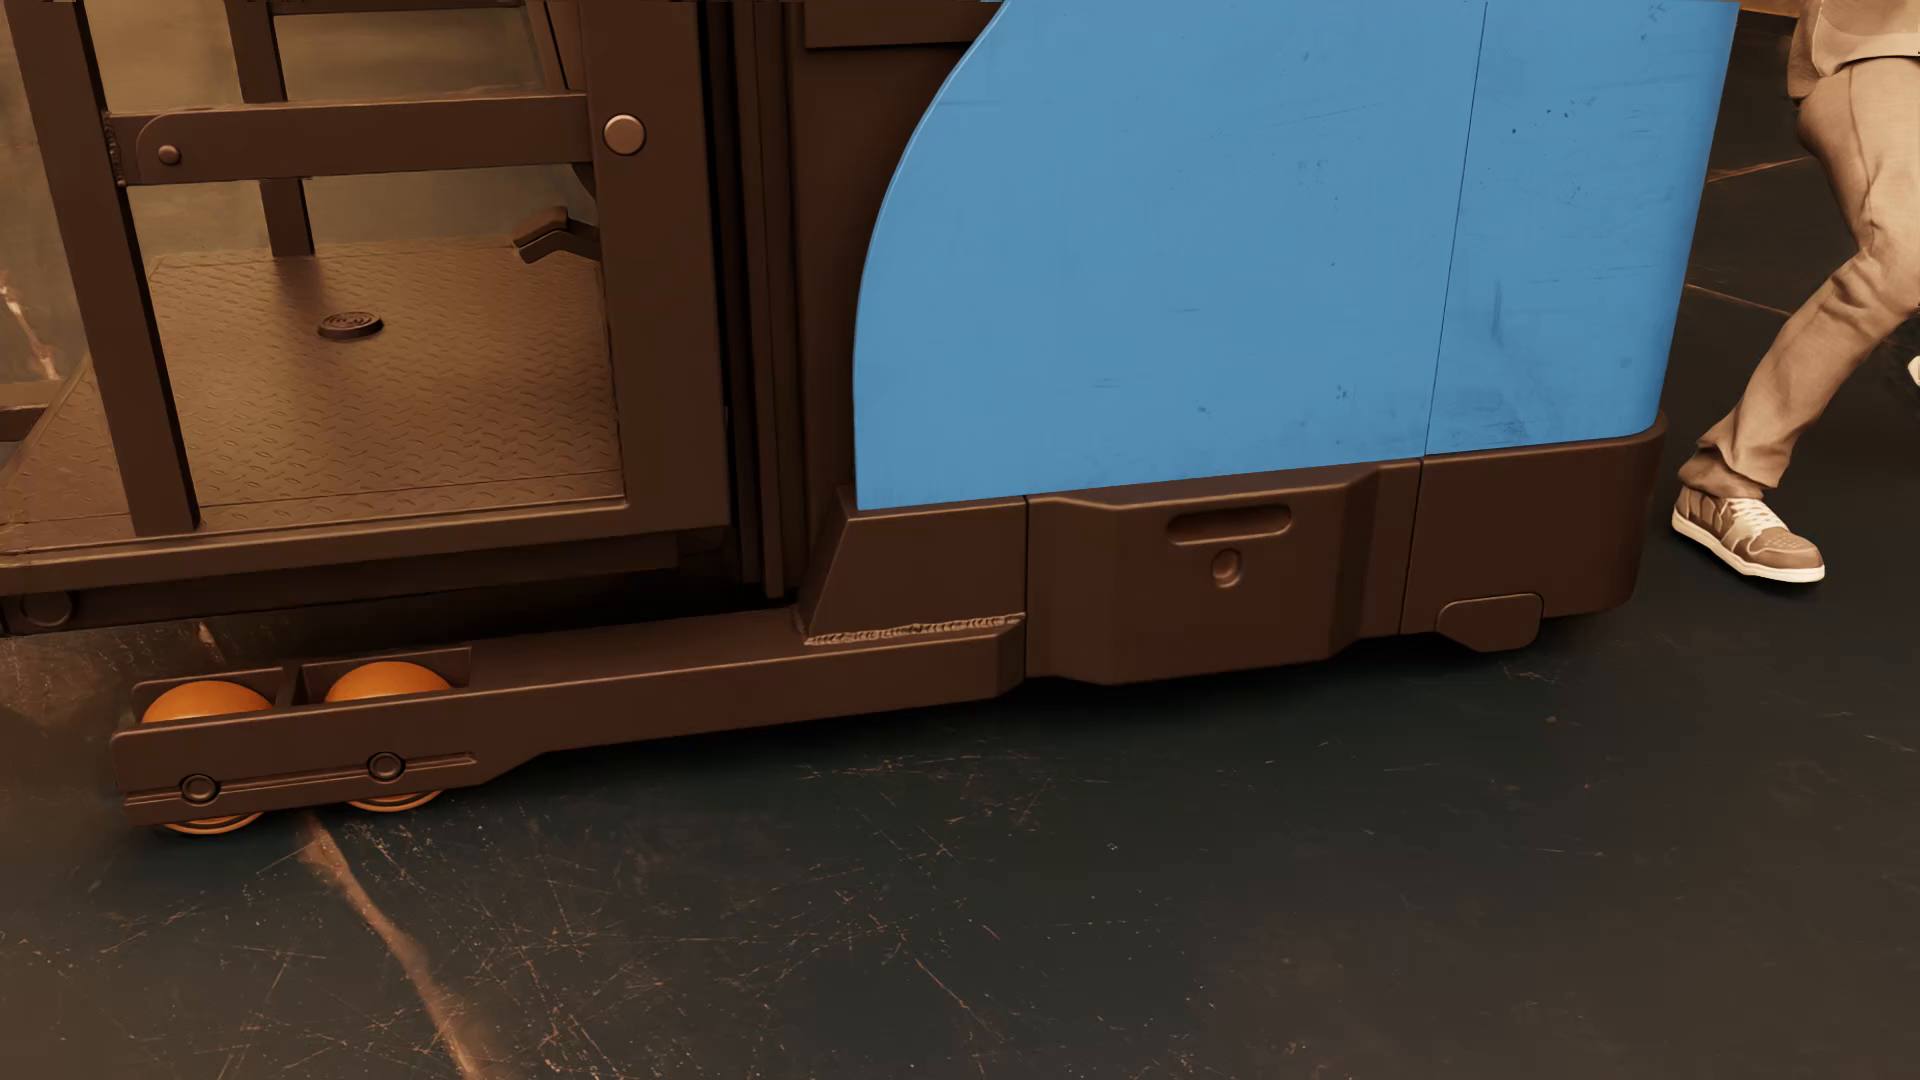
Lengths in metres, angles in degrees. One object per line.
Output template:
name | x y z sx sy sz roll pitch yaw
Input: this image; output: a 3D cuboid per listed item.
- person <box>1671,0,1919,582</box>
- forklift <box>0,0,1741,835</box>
person | 1.451 -0.659 2.280 0.796 1.363 0.683 -10 28 -19
forklift | -0.669 -1.243 1.709 3.031 2.935 1.130 -6 27 -11
